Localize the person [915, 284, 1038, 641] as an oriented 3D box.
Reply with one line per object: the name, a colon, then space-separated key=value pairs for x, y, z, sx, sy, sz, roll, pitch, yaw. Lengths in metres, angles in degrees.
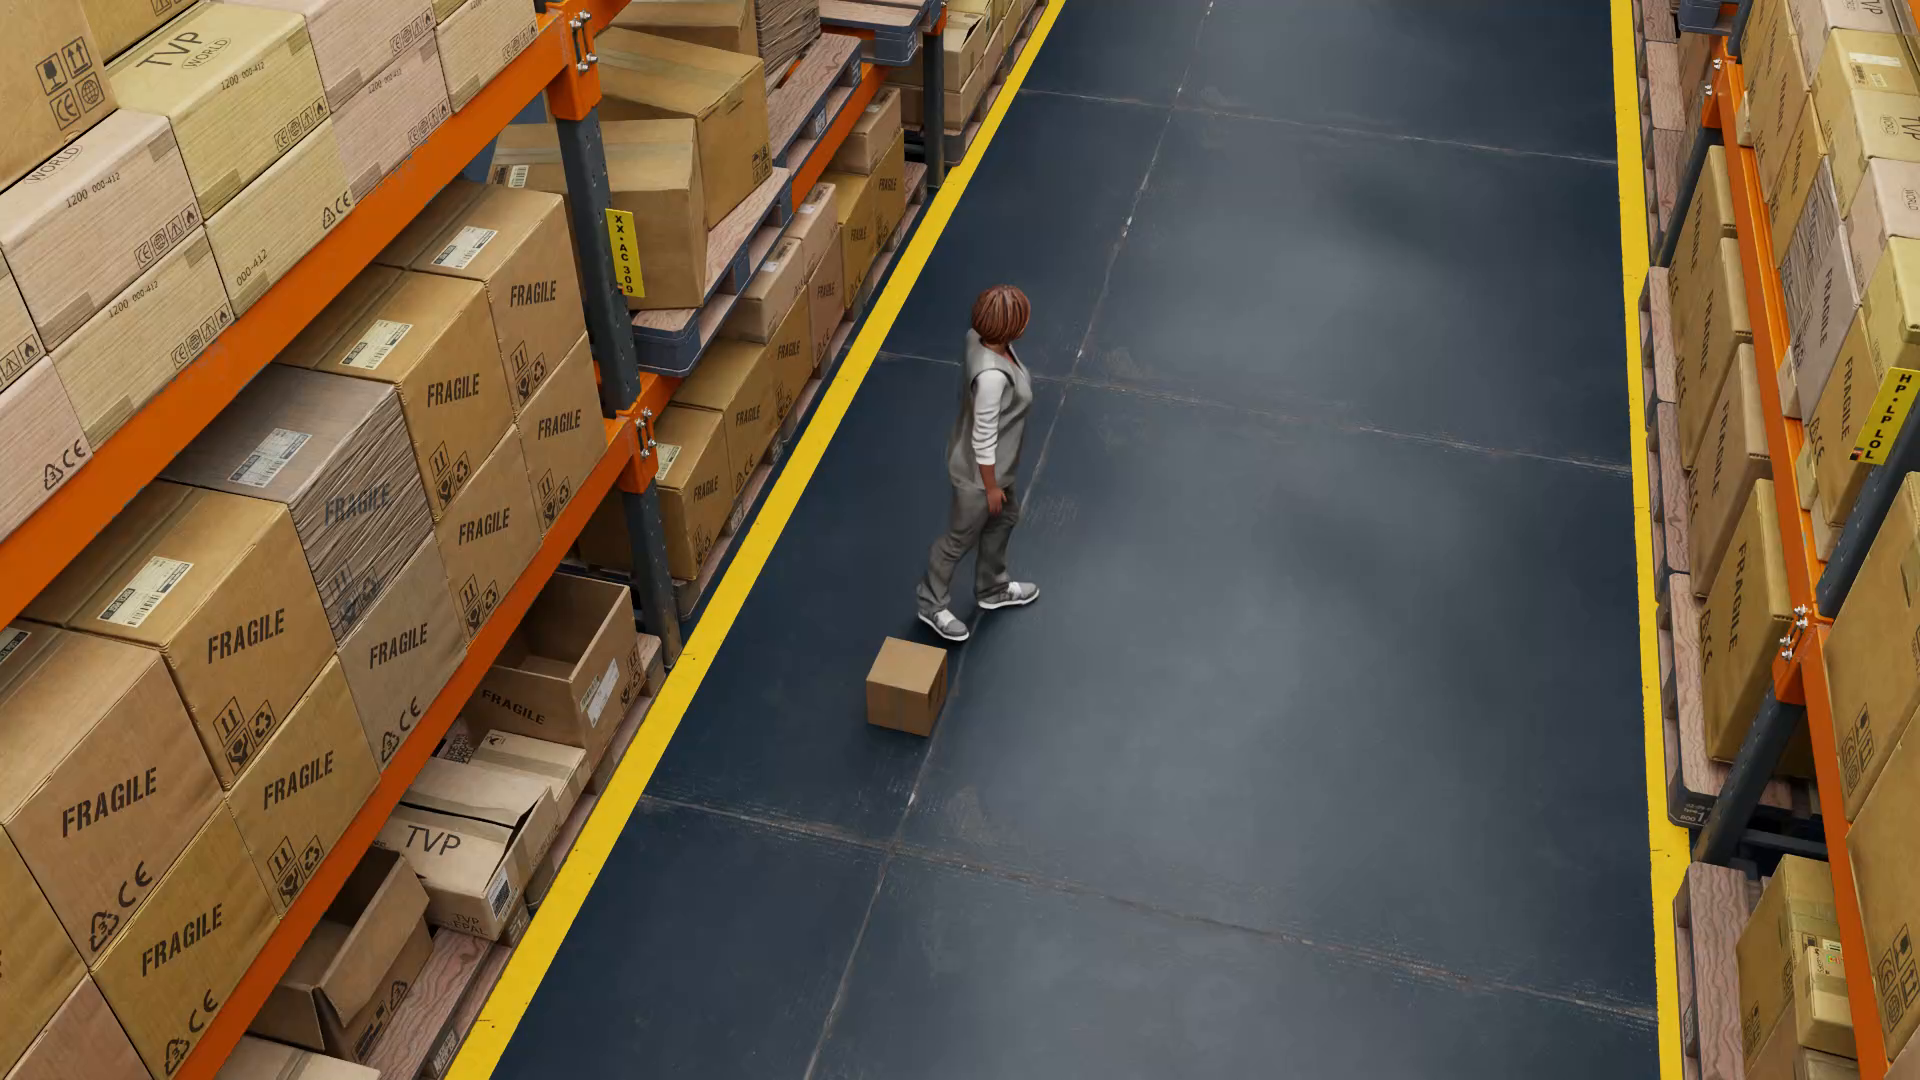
person: x=0.073 y=-0.292 z=6.498 sx=0.514 sy=1.594 sz=0.445 roll=2 pitch=42 yaw=2
